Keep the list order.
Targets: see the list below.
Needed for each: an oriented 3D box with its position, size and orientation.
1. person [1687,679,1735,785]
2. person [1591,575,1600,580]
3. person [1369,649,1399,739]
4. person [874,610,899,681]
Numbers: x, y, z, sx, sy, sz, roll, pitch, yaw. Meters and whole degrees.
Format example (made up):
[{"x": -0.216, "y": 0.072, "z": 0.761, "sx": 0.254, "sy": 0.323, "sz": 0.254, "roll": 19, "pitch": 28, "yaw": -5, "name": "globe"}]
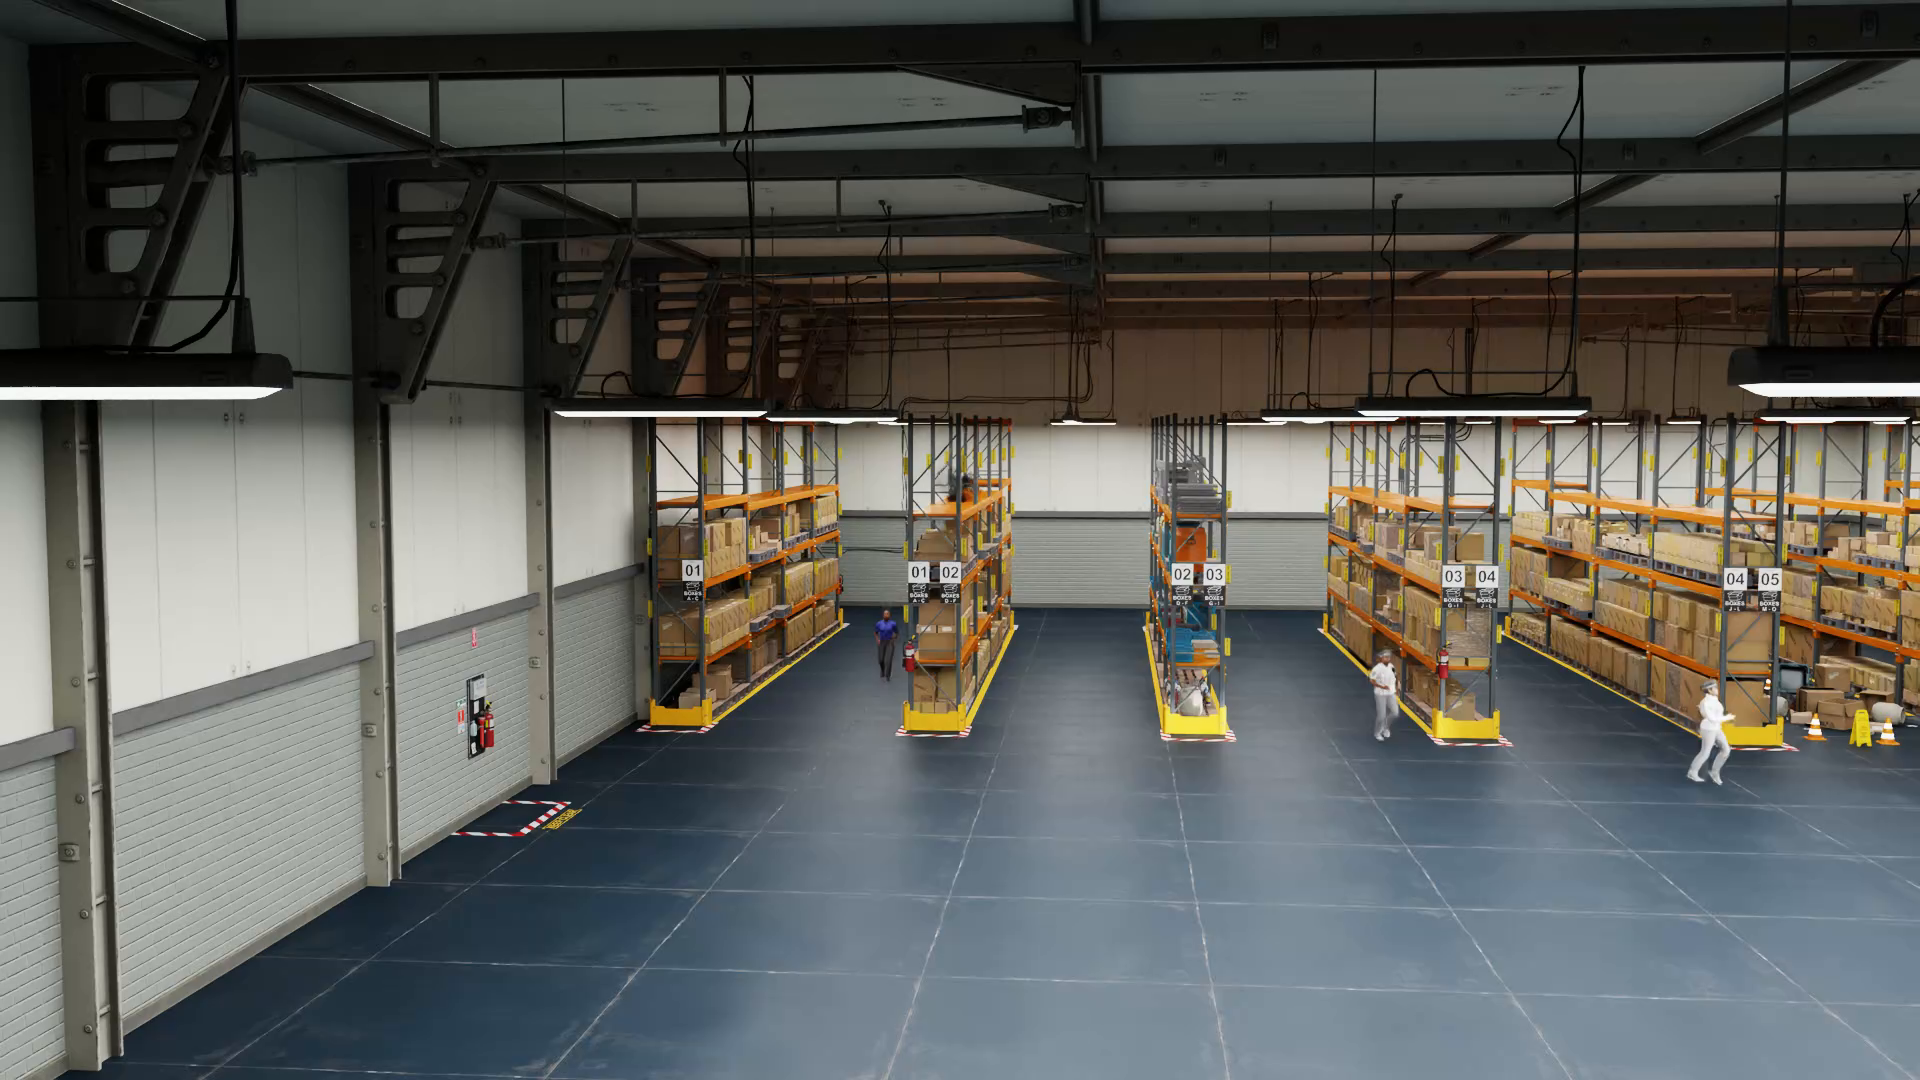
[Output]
[{"x": 12.072, "y": 3.092, "z": 26.667, "sx": 0.676, "sy": 1.748, "sz": 0.599, "roll": 3, "pitch": 5, "yaw": 39, "name": "person"}, {"x": 17.143, "y": 1.811, "z": 44.937, "sx": 0.650, "sy": 1.830, "sz": 0.801, "roll": 0, "pitch": 4, "yaw": -1, "name": "person"}, {"x": 7.807, "y": 2.831, "z": 30.450, "sx": 0.642, "sy": 1.670, "sz": 0.518, "roll": -1, "pitch": 4, "yaw": -18, "name": "person"}, {"x": -1.663, "y": 2.372, "z": 37.373, "sx": 0.553, "sy": 1.608, "sz": 0.572, "roll": 0, "pitch": 4, "yaw": 0, "name": "person"}]
